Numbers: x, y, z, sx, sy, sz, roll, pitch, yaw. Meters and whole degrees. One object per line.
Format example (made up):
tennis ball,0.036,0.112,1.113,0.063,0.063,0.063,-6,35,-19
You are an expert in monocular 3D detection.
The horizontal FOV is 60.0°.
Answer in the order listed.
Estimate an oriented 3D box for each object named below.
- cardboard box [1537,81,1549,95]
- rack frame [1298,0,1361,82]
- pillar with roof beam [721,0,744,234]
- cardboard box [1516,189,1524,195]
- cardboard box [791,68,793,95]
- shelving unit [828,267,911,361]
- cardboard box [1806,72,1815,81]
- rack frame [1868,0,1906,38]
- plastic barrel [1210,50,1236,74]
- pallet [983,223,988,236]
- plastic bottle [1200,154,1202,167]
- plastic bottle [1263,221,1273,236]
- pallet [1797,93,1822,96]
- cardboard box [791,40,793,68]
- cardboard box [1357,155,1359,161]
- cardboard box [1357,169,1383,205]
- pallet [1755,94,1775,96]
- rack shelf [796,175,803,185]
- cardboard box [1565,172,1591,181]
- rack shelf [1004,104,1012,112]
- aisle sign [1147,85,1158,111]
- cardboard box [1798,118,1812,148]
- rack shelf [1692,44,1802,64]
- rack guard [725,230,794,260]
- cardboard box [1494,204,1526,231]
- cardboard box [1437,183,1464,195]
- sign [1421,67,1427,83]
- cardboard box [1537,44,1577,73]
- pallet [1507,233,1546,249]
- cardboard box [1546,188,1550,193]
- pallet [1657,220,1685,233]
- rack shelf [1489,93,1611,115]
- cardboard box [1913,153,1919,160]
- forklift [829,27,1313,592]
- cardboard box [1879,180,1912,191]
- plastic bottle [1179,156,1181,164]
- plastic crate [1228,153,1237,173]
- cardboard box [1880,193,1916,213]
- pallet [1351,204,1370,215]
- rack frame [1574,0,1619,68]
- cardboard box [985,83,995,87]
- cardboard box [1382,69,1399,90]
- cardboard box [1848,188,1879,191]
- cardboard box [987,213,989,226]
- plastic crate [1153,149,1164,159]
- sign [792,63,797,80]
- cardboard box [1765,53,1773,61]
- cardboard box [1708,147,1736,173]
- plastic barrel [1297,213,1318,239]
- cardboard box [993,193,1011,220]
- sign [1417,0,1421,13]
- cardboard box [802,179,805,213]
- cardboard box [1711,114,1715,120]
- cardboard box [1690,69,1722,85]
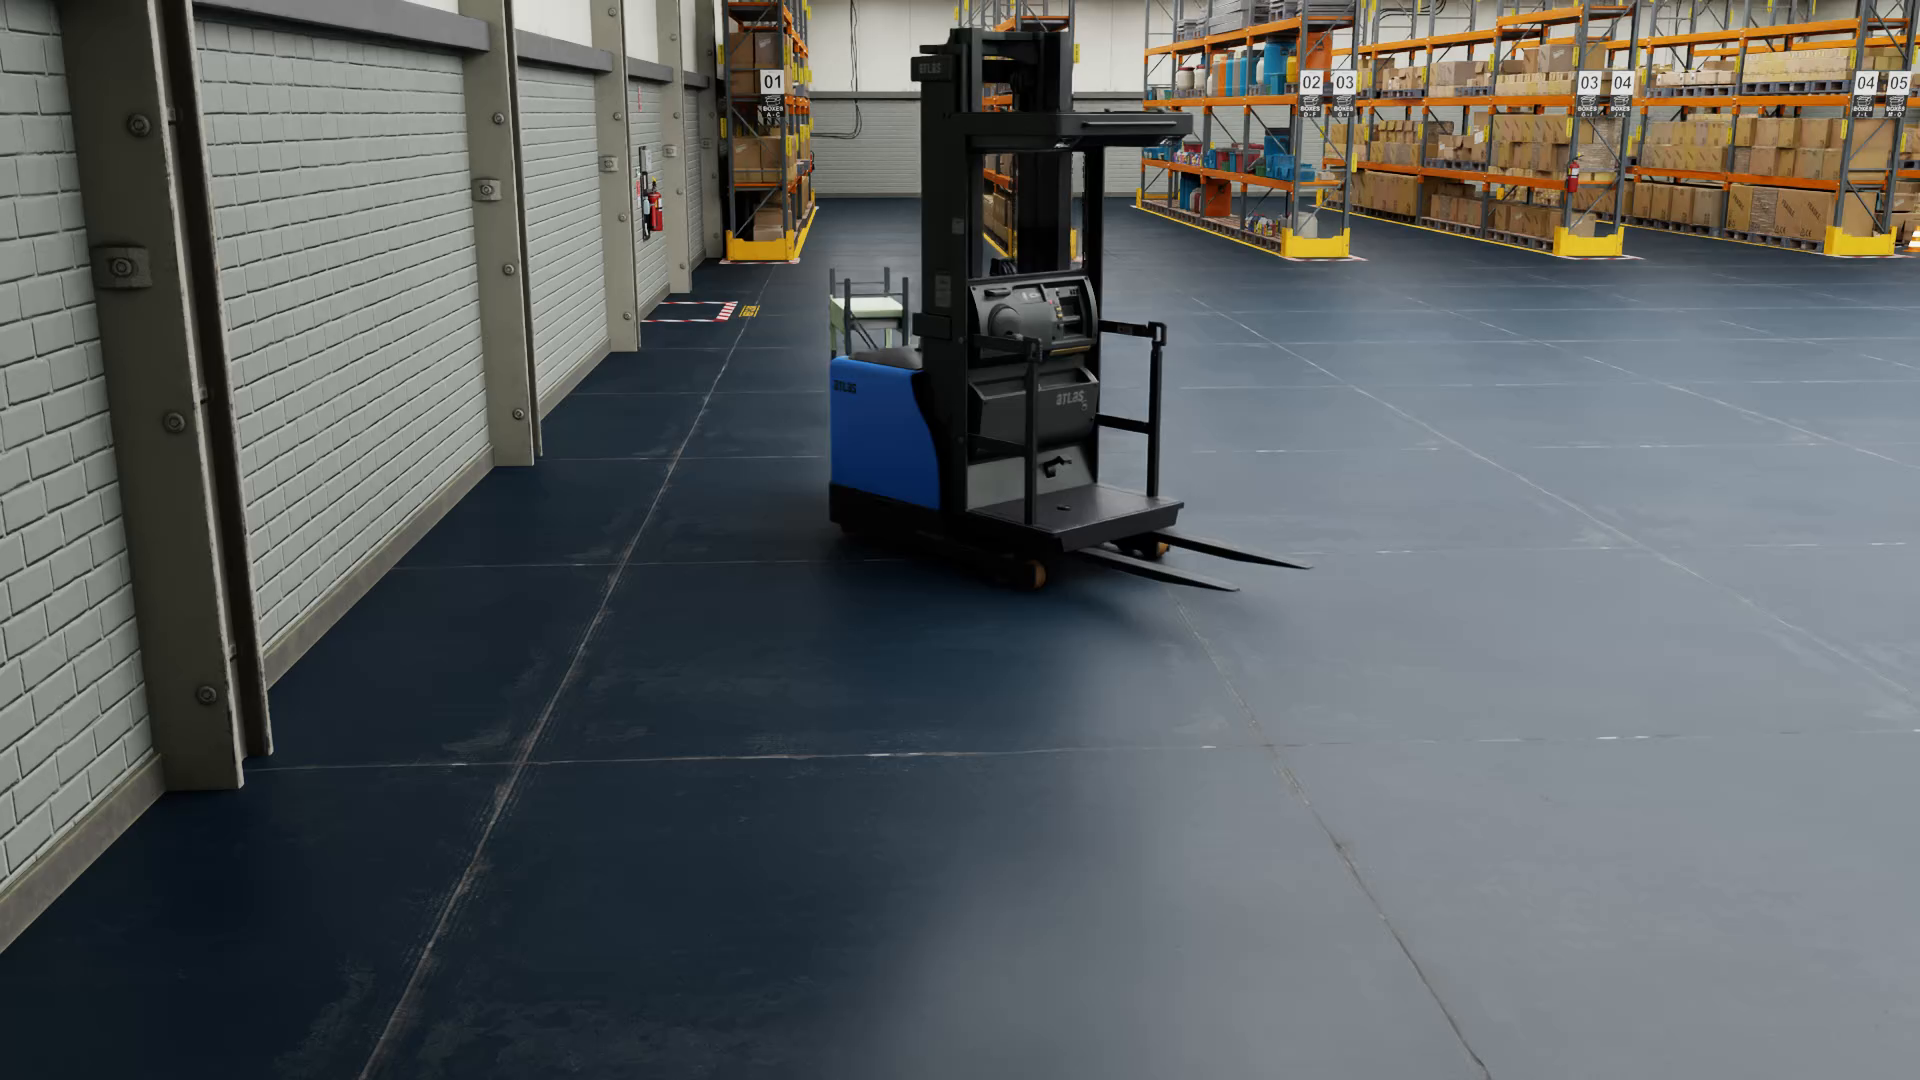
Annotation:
cardboard box,10.996,-8.336,30.687,0.500,0.250,0.500,-1,14,-2
rack frame,6.394,-9.417,28.569,1.000,3.000,0.127,-1,14,-3
pillar with roof beam,-0.476,-10.984,34.657,9.100,9.000,0.400,-1,14,-3
cardboard box,15.050,-9.258,44.269,0.380,0.149,0.250,0,14,-2
cardboard box,-3.464,-8.742,31.724,0.500,0.500,0.500,0,14,-2
shelving unit,-0.593,-0.994,10.880,0.431,1.500,0.755,-3,15,-11
cardboard box,15.872,-8.553,30.691,0.380,0.149,0.250,-1,14,-4
rack frame,25.191,-13.704,45.227,1.000,3.000,0.127,-1,14,-3
plastic barrel,5.866,-10.507,37.118,0.600,0.830,0.708,-1,14,-3
pallet,1.038,-6.568,35.128,1.003,0.211,1.213,-1,14,-3
plastic bottle,5.447,-8.539,37.429,0.061,0.283,0.133,-1,14,-3
plastic bottle,5.854,-5.919,31.595,0.152,0.276,0.135,-1,14,-3
pallet,20.567,-10.530,39.290,1.003,0.211,1.213,0,14,-1
cardboard box,-3.396,-9.092,31.075,0.500,0.500,0.500,0,14,0
cardboard box,10.216,-9.650,42.016,0.380,0.149,0.250,-1,14,-4
cardboard box,10.632,-8.913,42.068,0.875,0.875,0.875,-1,14,-3
pallet,20.444,-11.339,42.236,1.003,0.211,1.213,-1,14,-3
rack shelf,-3.866,-7.503,34.611,1.077,0.370,4.000,-1,14,-3
cardboard box,11.113,-6.534,29.908,0.380,0.149,0.250,-1,14,-3
rack shelf,0.830,-10.028,38.404,1.077,0.370,4.000,-1,14,-3
aisle sign,5.101,-11.764,44.509,0.394,0.787,0.004,-1,14,-3
cardboard box,16.284,-7.605,31.097,0.875,0.550,0.550,-1,14,-3
rack shelf,20.361,-12.587,43.132,1.077,0.370,4.000,-1,14,-3
rack guard,-3.499,-5.167,29.107,1.175,0.500,0.348,-1,14,-3
cardboard box,11.074,-6.476,33.350,0.500,0.500,0.500,-1,14,-5
cardboard box,10.913,-7.778,36.863,0.500,0.250,0.500,0,14,-1
sign,10.287,-10.313,36.873,0.100,0.325,0.005,-1,14,-3
cardboard box,10.988,-8.857,30.611,0.500,0.500,0.500,-1,14,-3
pallet,11.245,-5.762,31.998,1.003,0.211,1.213,-1,14,-3
cardboard box,15.190,-8.944,42.454,0.380,0.149,0.250,-1,14,-4
pallet,15.844,-6.779,35.950,1.003,0.211,1.213,-1,14,-3
rack shelf,11.213,-8.190,31.262,1.077,0.370,4.000,-1,14,-3
cardboard box,20.624,-8.196,35.521,0.380,0.149,0.250,-1,14,-3
forklift,0.562,-1.289,9.152,1.130,2.935,3.031,-13,19,-41
cardboard box,25.148,-9.424,44.809,0.700,0.500,0.500,0,14,-1
plastic bottle,5.307,-9.135,39.908,0.097,0.201,0.097,0,14,0
plastic crate,5.767,-7.769,34.232,0.392,0.384,0.575,-1,14,-3
cardboard box,19.205,-6.857,34.156,0.500,0.500,0.500,-1,14,-3
pallet,10.624,-8.413,42.300,1.003,0.211,1.213,-1,14,-3
rack frame,15.550,-12.530,40.665,1.000,3.000,0.127,-1,14,-3
cardboard box,0.893,-10.035,36.789,0.910,0.500,0.500,-1,14,-3
cardboard box,10.639,-11.133,40.214,0.700,0.500,0.500,-1,14,-2
cardboard box,20.772,-8.079,38.826,0.875,0.875,0.875,-1,14,-4
cardboard box,0.825,-6.655,34.546,0.500,0.250,0.500,-1,14,-2
plastic crate,5.189,-9.971,42.974,0.416,0.233,0.300,-1,14,-3
sign,-3.201,-9.067,32.190,0.100,0.325,0.005,-1,14,-3
cardboard box,15.777,-9.318,32.064,0.380,0.149,0.250,-1,14,-4
cardboard box,15.747,-7.809,34.156,0.500,0.500,0.500,-1,14,-4
plastic barrel,6.276,-5.673,30.205,0.421,0.512,0.421,0,14,0
cardboard box,0.918,-6.546,32.619,0.500,0.500,0.500,-1,14,-3
sign,11.134,-12.980,40.383,0.100,0.325,0.005,-1,14,-3
cardboard box,-3.953,-7.914,38.236,0.750,0.750,0.750,-1,14,-4
cardboard box,20.048,-11.152,43.841,0.380,0.149,0.250,-1,14,-3
cardboard box,15.718,-9.729,34.933,0.500,0.311,0.500,-1,14,-5
